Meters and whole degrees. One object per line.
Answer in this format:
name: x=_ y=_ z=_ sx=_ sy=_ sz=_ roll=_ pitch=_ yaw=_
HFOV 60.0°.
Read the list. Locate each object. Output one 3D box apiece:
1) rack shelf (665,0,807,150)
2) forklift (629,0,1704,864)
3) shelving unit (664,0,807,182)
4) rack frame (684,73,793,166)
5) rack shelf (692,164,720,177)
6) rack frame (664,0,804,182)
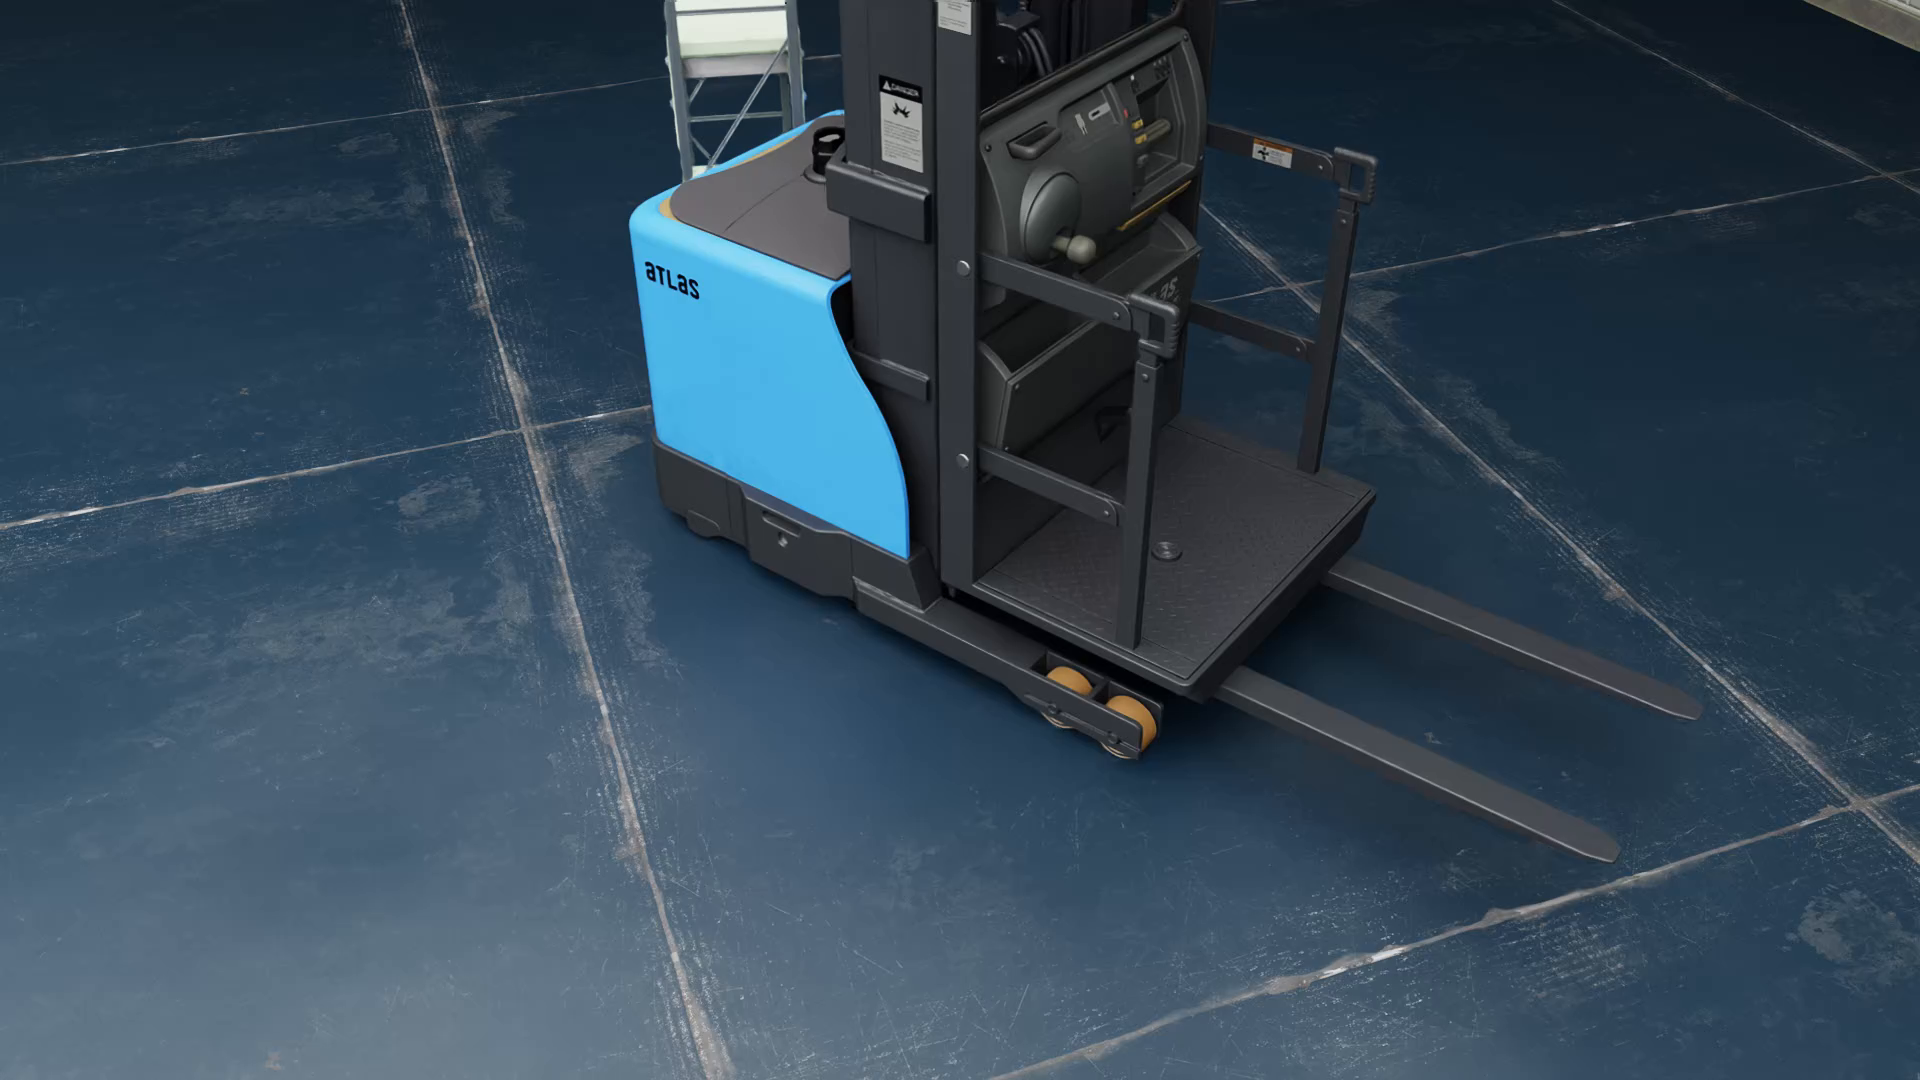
rack shelf: x=-0.755 y=-1.629 z=5.517 sx=0.431 sy=0.370 sz=0.720 roll=-5 pitch=37 yaw=-7
forklift: x=0.520 y=-0.948 z=4.073 sx=3.031 sy=2.935 sz=1.130 roll=25 pitch=43 yaw=29
shelving unit: x=-0.755 y=-1.317 z=5.752 sx=0.431 sy=1.500 sz=0.755 roll=-5 pitch=37 yaw=-7
rack frame: x=-0.812 y=-1.534 z=6.040 sx=0.400 sy=1.500 sz=0.023 roll=-5 pitch=37 yaw=-7
rack shelf: x=-0.755 y=-1.056 z=5.948 sx=0.431 sy=0.370 sz=0.720 roll=-5 pitch=37 yaw=-7
rack frame: x=-0.698 y=-1.099 z=5.463 sx=0.400 sy=1.500 sz=0.023 roll=-5 pitch=37 yaw=-7
